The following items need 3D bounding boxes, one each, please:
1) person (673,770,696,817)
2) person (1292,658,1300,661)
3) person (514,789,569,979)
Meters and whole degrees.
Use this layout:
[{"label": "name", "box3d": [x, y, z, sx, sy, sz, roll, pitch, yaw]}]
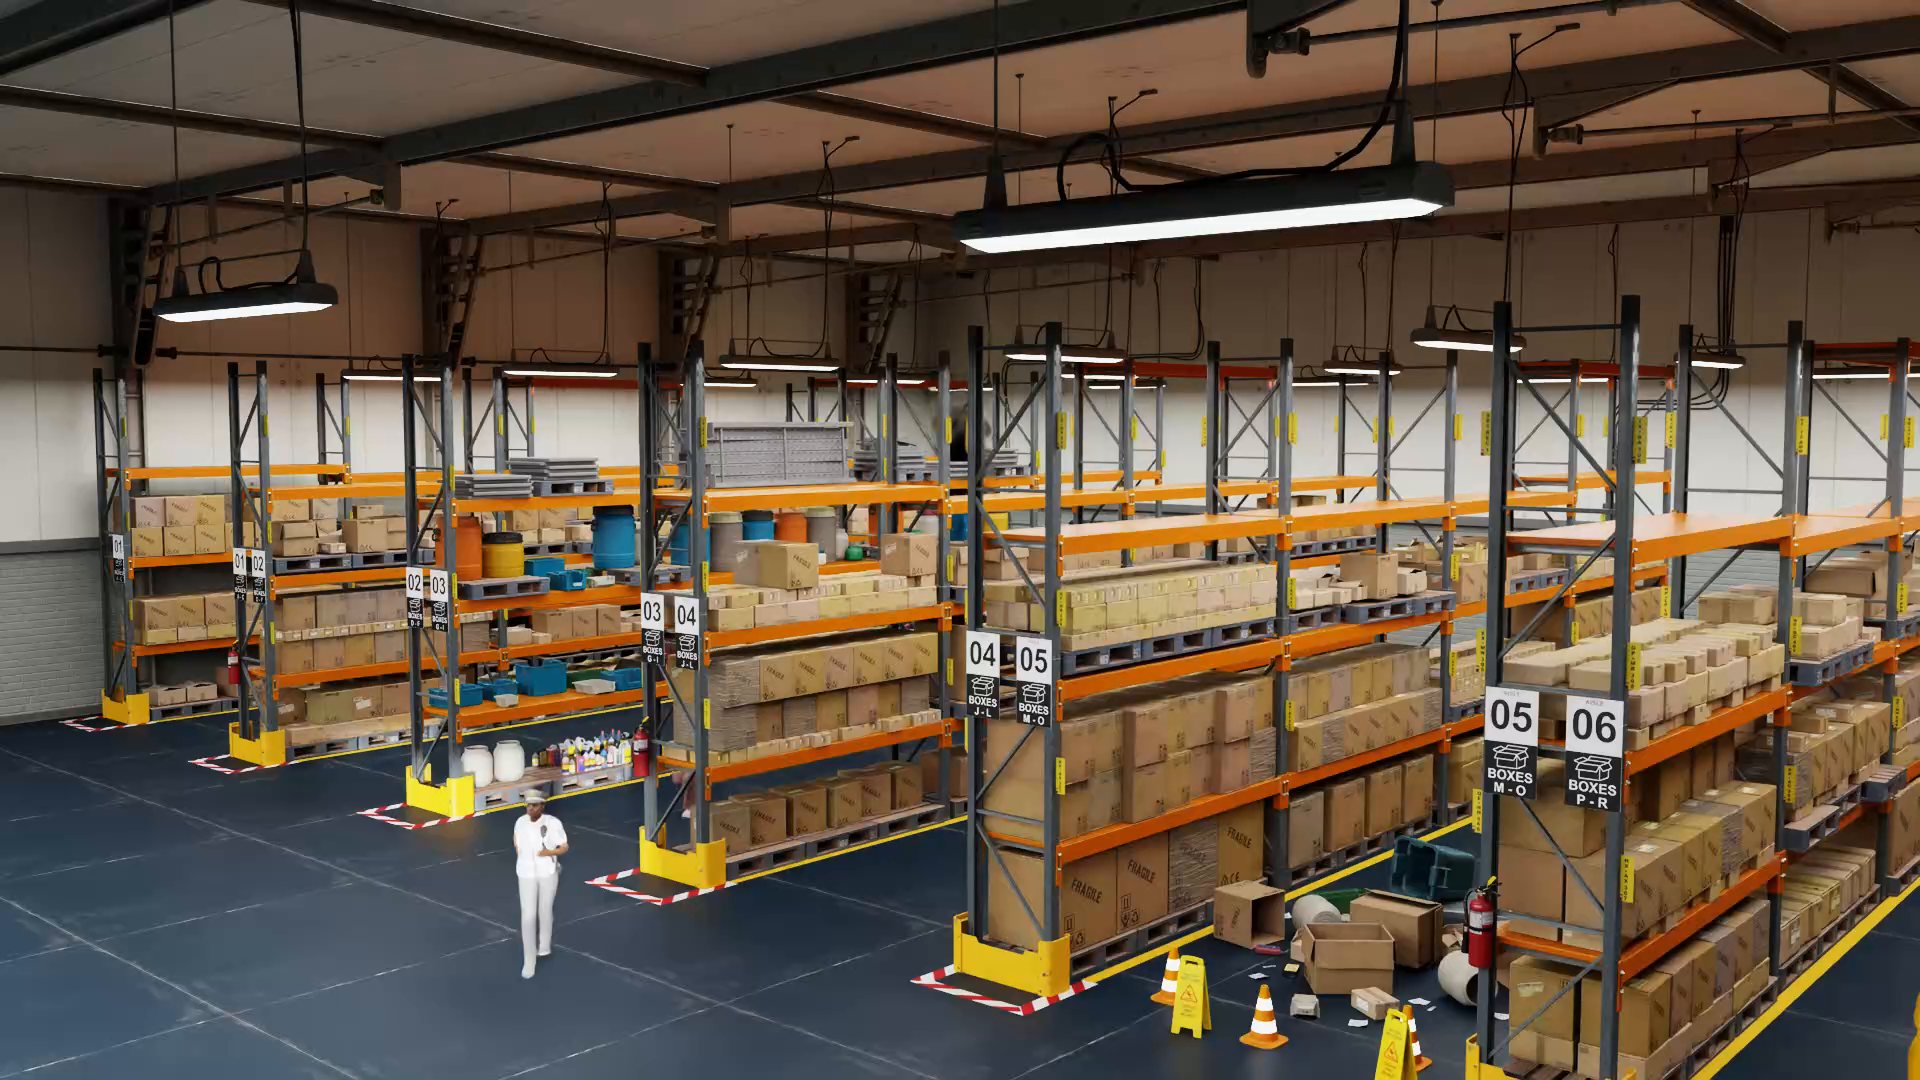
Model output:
[{"label": "person", "box3d": [-3.463, 2.771, 21.677, 0.583, 1.600, 0.620, 2, 5, 27]}, {"label": "person", "box3d": [4.776, 2.547, 23.706, 0.651, 1.735, 0.602, 3, 5, 31]}, {"label": "person", "box3d": [-3.938, 3.185, 15.635, 0.549, 1.765, 0.766, 0, 4, -7]}]
